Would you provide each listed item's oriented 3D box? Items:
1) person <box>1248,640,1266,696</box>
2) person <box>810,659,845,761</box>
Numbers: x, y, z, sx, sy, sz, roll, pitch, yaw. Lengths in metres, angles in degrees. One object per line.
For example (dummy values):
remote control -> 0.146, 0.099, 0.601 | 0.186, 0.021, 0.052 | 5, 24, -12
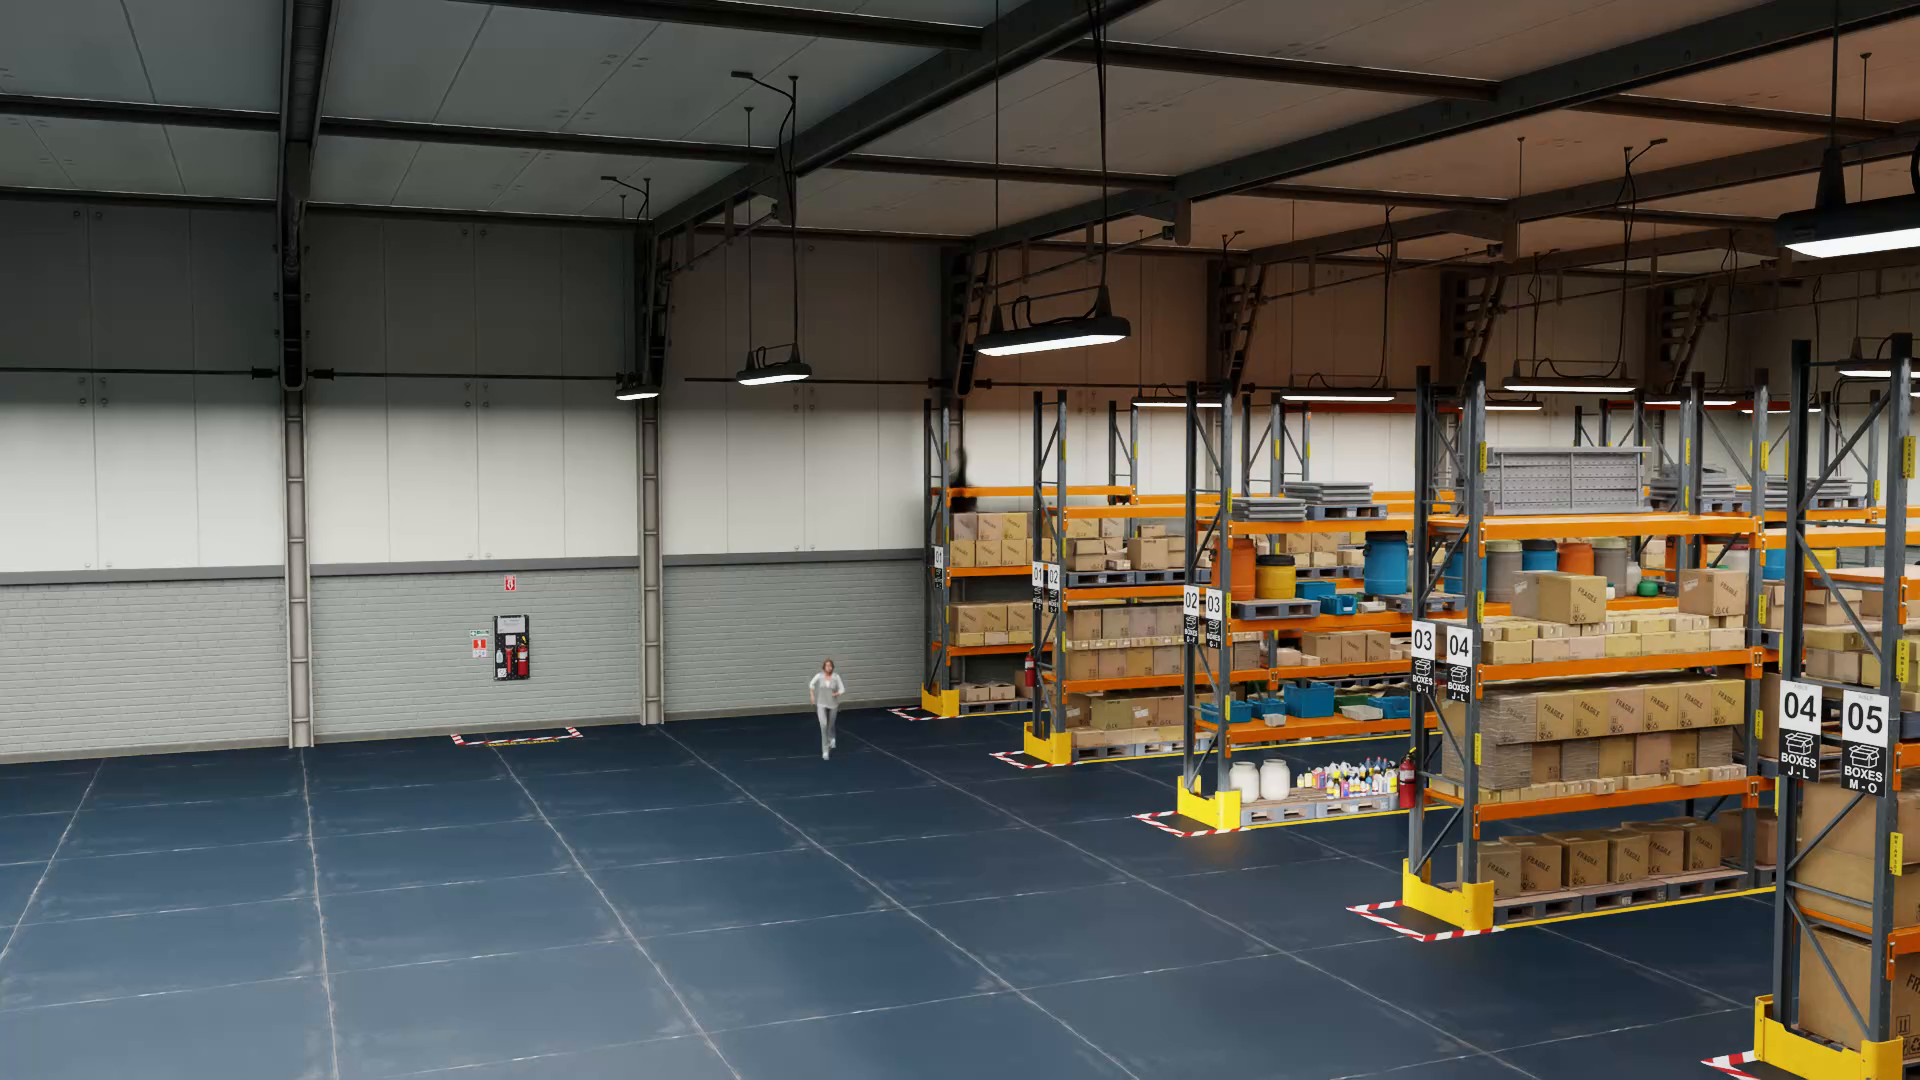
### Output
person -> 5.527, 2.463, 31.003 | 0.778, 1.728, 0.686 | -1, 3, -14
person -> -2.183, 2.753, 27.352 | 0.563, 1.611, 0.891 | 0, 3, -6
